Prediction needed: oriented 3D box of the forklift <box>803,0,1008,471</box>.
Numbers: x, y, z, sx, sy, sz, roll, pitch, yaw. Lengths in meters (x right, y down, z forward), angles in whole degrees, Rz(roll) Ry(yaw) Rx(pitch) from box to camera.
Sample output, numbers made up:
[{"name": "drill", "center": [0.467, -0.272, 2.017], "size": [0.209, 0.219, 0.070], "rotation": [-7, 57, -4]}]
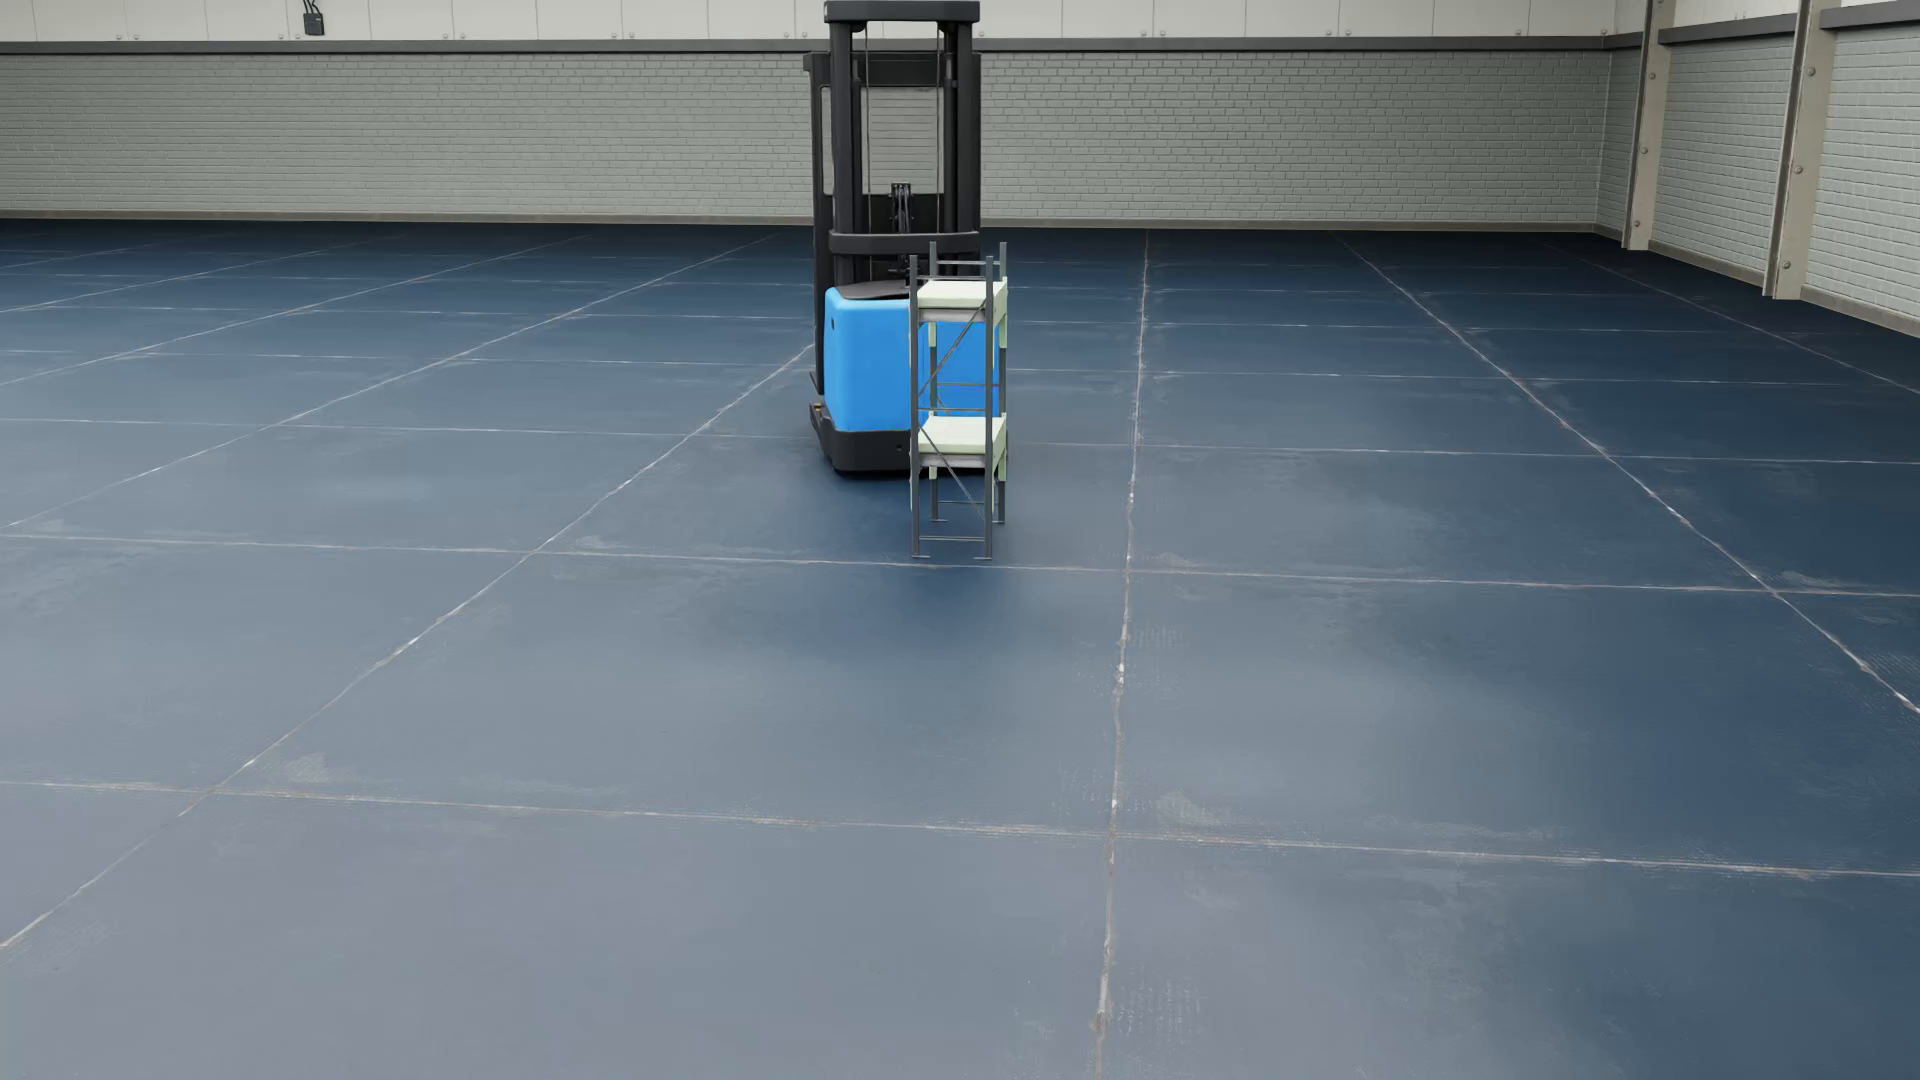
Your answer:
[{"name": "forklift", "center": [-0.447, -2.162, 11.043], "size": [1.130, 2.935, 3.031], "rotation": [-2, 15, -9]}]

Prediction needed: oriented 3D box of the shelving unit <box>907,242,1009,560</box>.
[{"name": "shelving unit", "center": [0.001, -0.726, 8.473], "size": [0.431, 1.500, 0.755], "rotation": [2, 15, 6]}]

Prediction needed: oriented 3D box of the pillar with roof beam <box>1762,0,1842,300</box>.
[{"name": "pillar with roof beam", "center": [5.032, -7.219, 18.121], "size": [9.100, 9.000, 0.400], "rotation": [2, 15, 6]}]

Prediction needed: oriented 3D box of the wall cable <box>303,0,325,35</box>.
[{"name": "wall cable", "center": [-10.235, -11.660, 28.027], "size": [2.305, 6.003, 0.169], "rotation": [2, 15, 6]}]

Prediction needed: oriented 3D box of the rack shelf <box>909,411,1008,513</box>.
[{"name": "rack shelf", "center": [0.001, -0.411, 8.558], "size": [0.431, 0.370, 0.720], "rotation": [2, 15, 6]}]

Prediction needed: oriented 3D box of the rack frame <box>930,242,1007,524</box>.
[{"name": "rack frame", "center": [0.042, -0.821, 8.824], "size": [0.400, 1.500, 0.023], "rotation": [2, 15, 6]}]

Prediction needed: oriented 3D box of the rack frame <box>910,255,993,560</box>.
[{"name": "rack frame", "center": [-0.041, -0.631, 8.122], "size": [0.400, 1.500, 0.023], "rotation": [2, 15, 6]}]

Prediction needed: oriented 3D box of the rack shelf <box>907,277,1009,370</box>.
[{"name": "rack shelf", "center": [0.001, -1.102, 8.371], "size": [0.431, 0.370, 0.720], "rotation": [2, 15, 6]}]

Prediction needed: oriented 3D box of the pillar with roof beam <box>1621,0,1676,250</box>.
[{"name": "pillar with roof beam", "center": [5.709, -8.776, 23.876], "size": [9.100, 9.000, 0.400], "rotation": [2, 15, 6]}]
